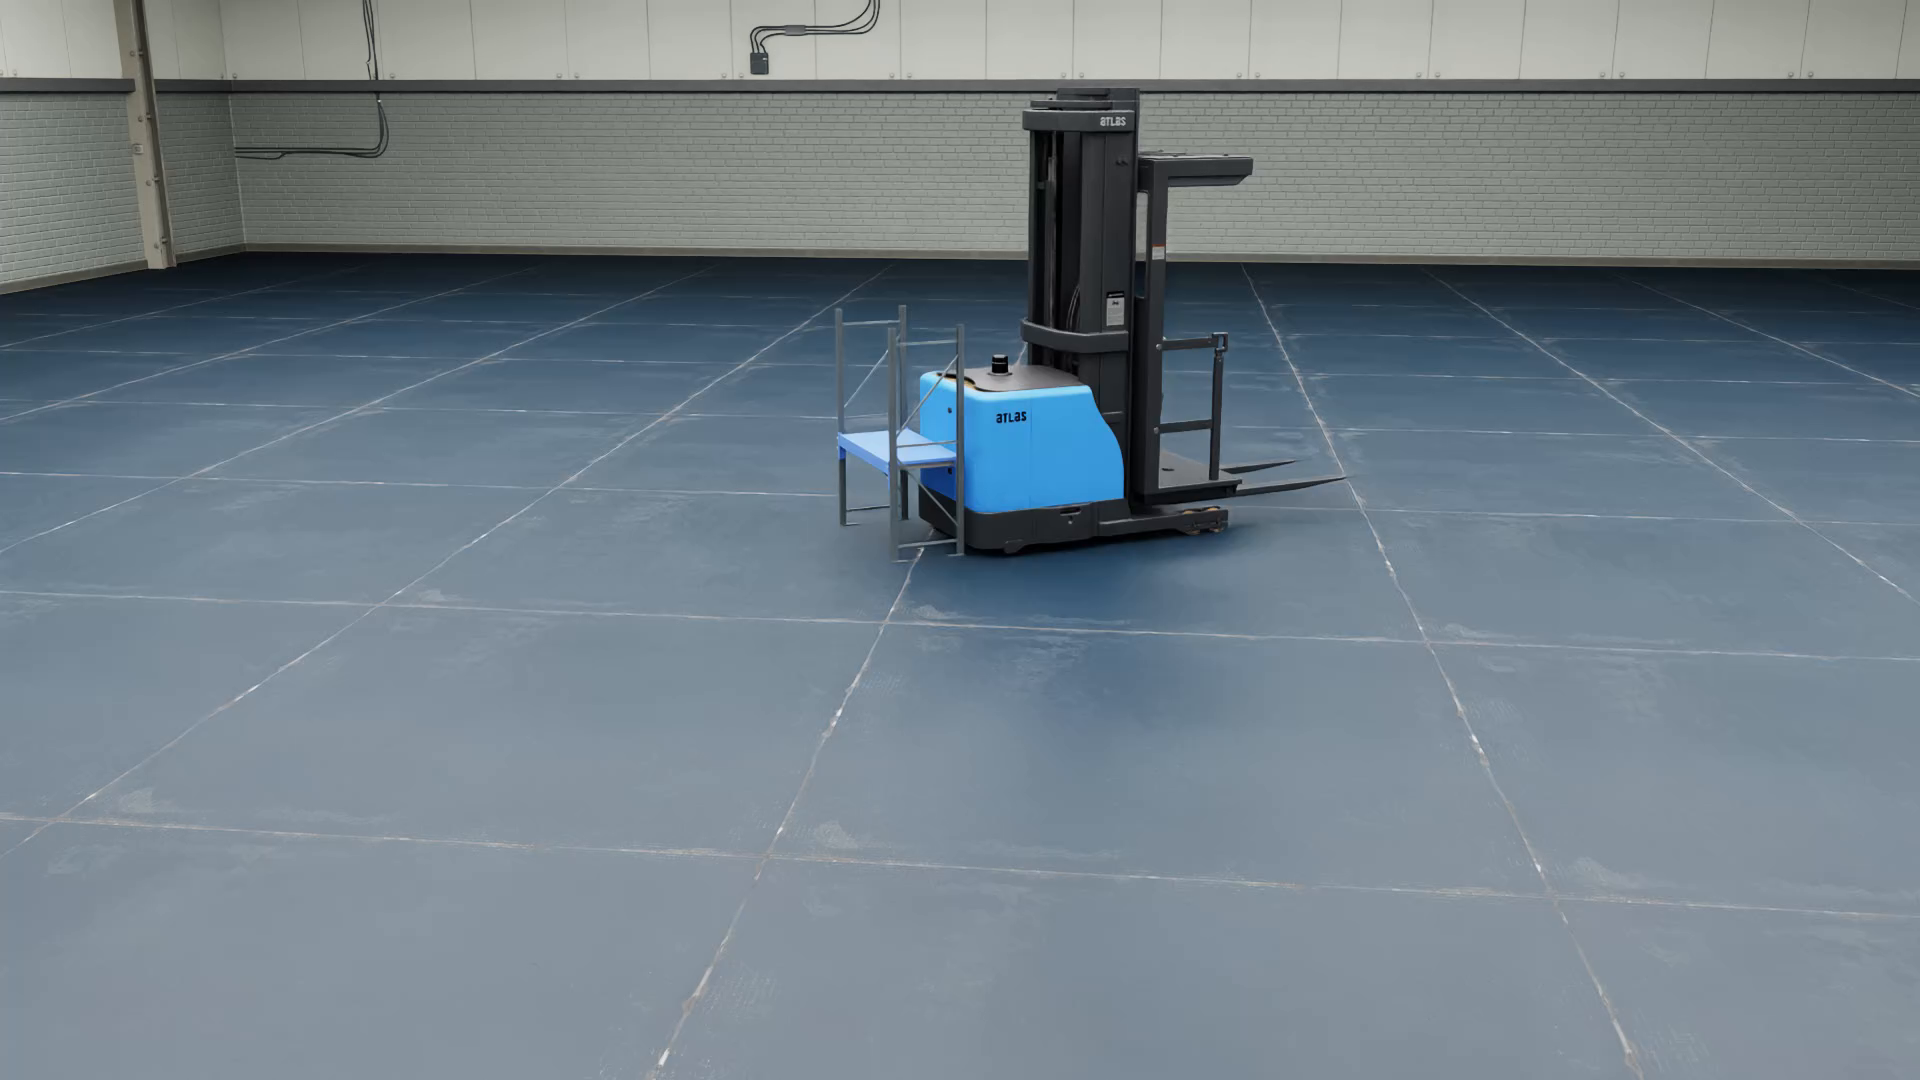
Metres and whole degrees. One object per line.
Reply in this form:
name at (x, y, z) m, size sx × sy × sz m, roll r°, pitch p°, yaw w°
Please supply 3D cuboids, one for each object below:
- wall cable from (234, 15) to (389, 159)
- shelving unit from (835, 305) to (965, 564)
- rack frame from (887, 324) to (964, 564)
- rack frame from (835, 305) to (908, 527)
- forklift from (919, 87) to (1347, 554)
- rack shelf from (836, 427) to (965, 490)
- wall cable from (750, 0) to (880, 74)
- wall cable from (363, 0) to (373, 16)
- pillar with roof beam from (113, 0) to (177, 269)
wall cable at (-11.964, -8.218, 30.265) m, size 3.097 × 2.526 × 0.112 m, roll 2°, pitch 15°, yaw 6°
shelving unit at (-0.405, -0.723, 10.963) m, size 0.538 × 1.500 × 1.048 m, roll -6°, pitch 16°, yaw -22°
rack frame at (-0.210, -0.601, 10.510) m, size 0.500 × 1.500 × 0.032 m, roll -6°, pitch 16°, yaw -22°
rack frame at (-0.601, -0.846, 11.416) m, size 0.500 × 1.500 × 0.032 m, roll -6°, pitch 16°, yaw -22°
forklift at (1.275, -1.564, 11.331) m, size 3.031 × 2.935 × 1.130 m, roll -7°, pitch 17°, yaw -24°
rack shelf at (-0.405, -0.550, 11.010) m, size 0.538 × 0.185 × 1.000 m, roll -6°, pitch 16°, yaw -22°
wall cable at (-2.533, -11.075, 28.366) m, size 2.305 × 6.003 × 0.169 m, roll 2°, pitch 15°, yaw 6°
wall cable at (-9.276, -10.577, 29.311) m, size 3.097 × 2.526 × 0.112 m, roll 2°, pitch 15°, yaw 6°
pillar with roof beam at (-9.332, -8.865, 26.709) m, size 9.100 × 9.000 × 0.400 m, roll 2°, pitch 15°, yaw 6°
